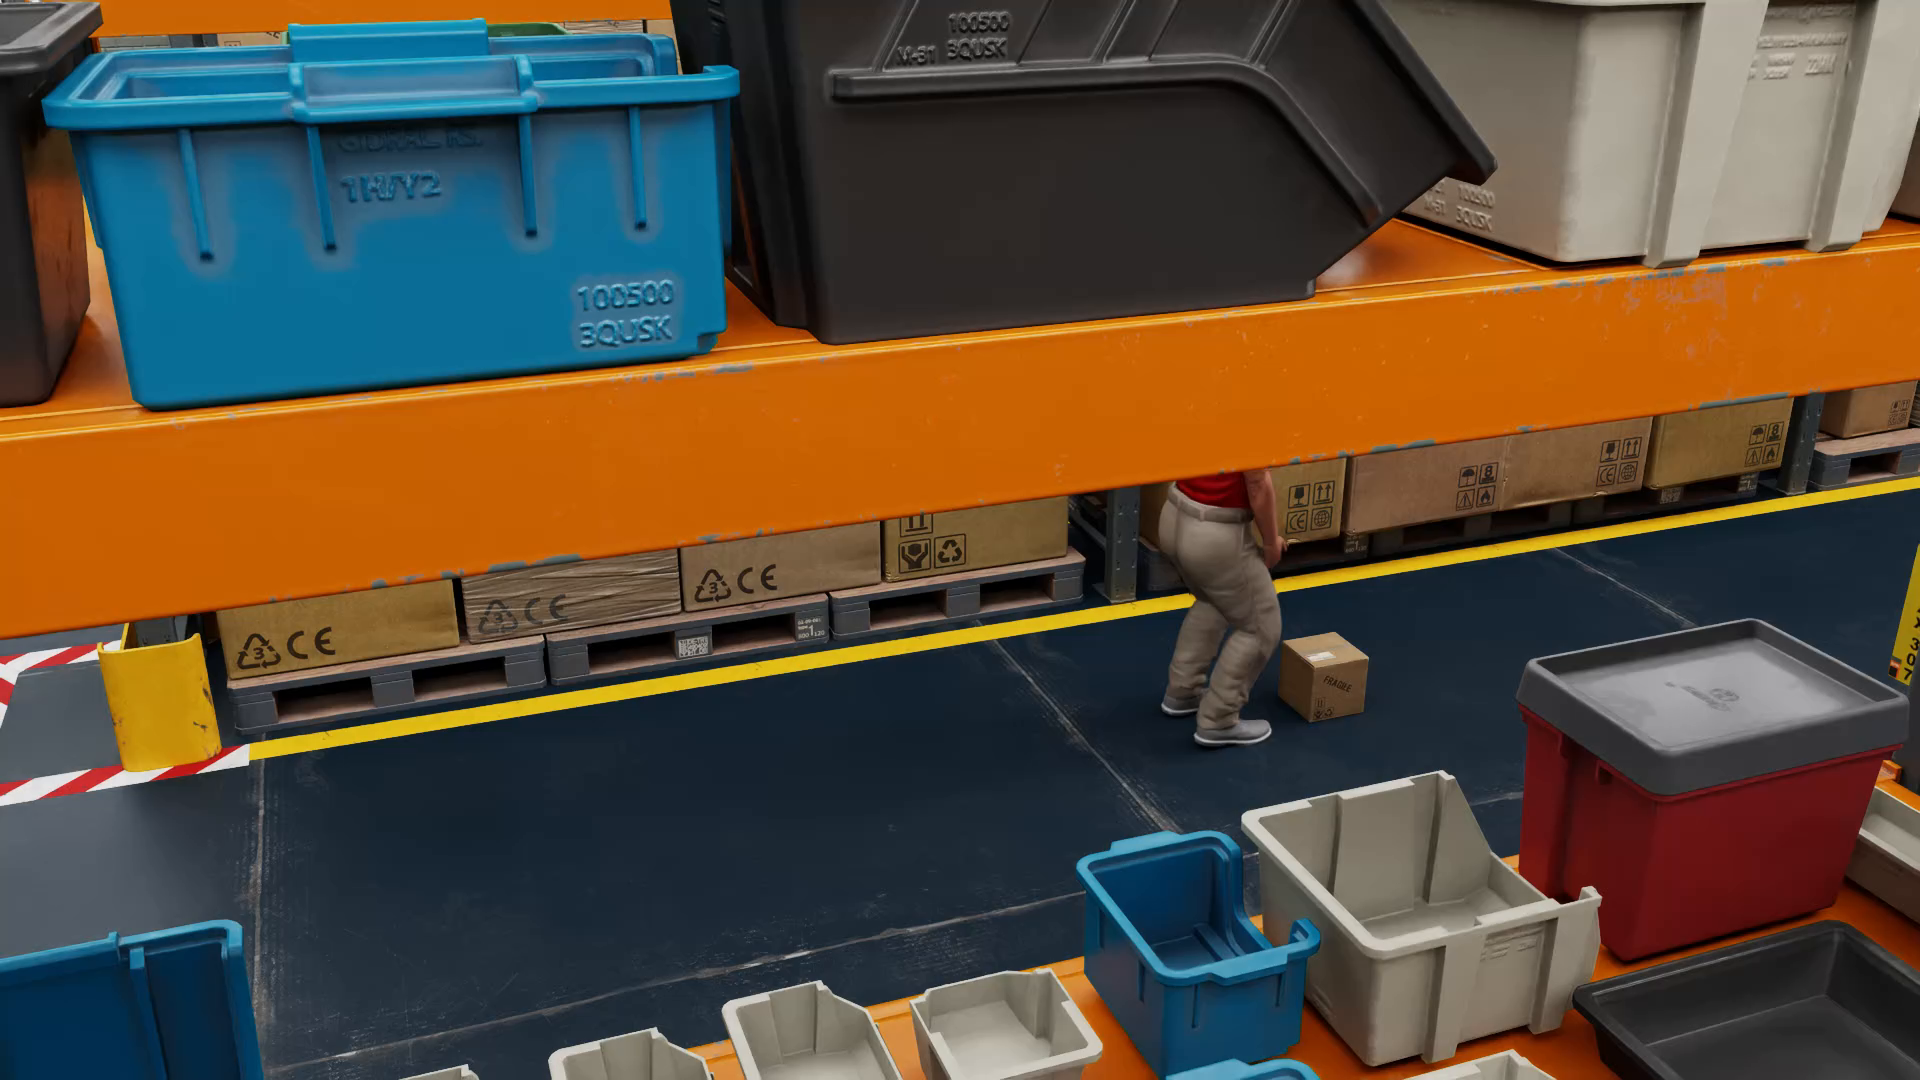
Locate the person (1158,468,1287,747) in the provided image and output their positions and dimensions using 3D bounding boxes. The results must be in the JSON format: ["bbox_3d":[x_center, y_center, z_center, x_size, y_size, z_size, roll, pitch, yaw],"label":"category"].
[{"bbox_3d":[0.989,-0.038,6.322,0.458,1.654,0.564,-8,24,-18],"label":"person"}]
